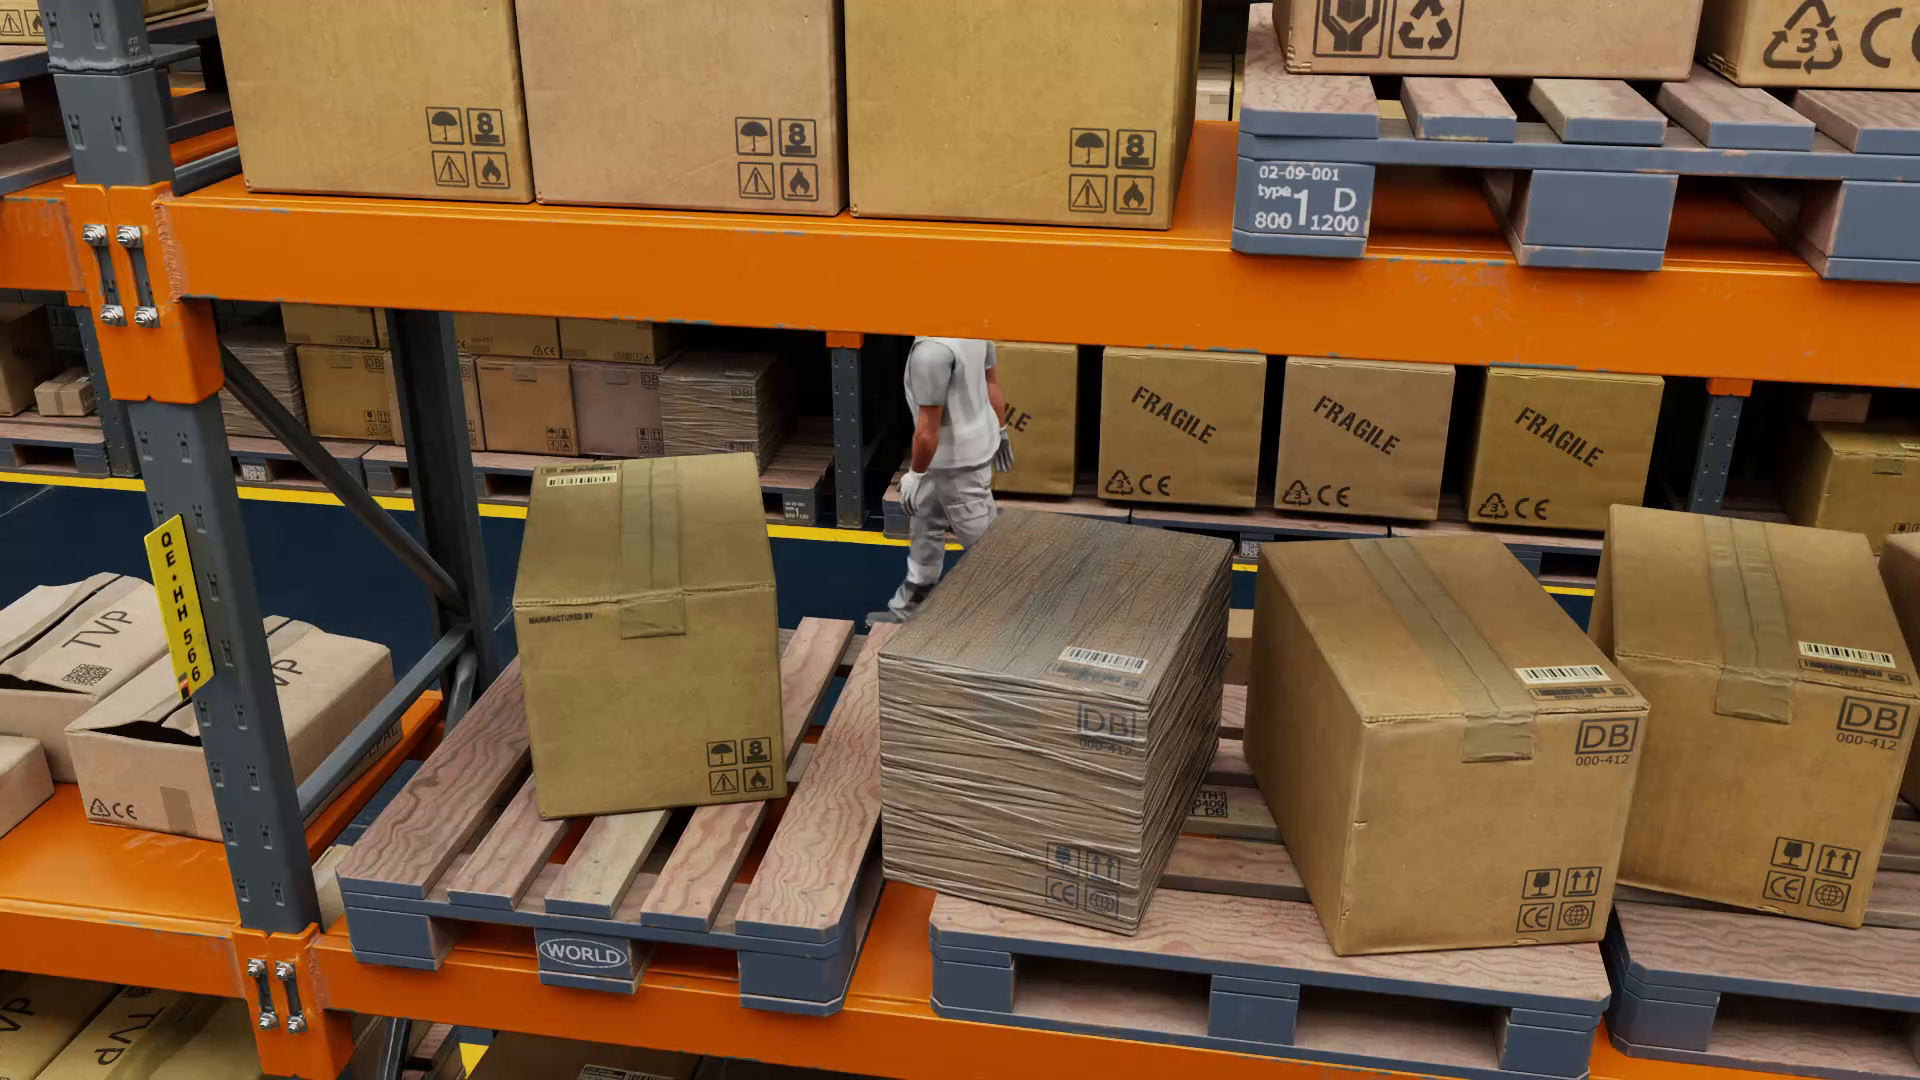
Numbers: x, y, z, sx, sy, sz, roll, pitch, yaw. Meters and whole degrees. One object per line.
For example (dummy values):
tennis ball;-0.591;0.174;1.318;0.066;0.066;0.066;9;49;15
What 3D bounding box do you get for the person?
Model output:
person;-0.057;-0.331;6.799;0.825;1.776;0.577;6;25;12
